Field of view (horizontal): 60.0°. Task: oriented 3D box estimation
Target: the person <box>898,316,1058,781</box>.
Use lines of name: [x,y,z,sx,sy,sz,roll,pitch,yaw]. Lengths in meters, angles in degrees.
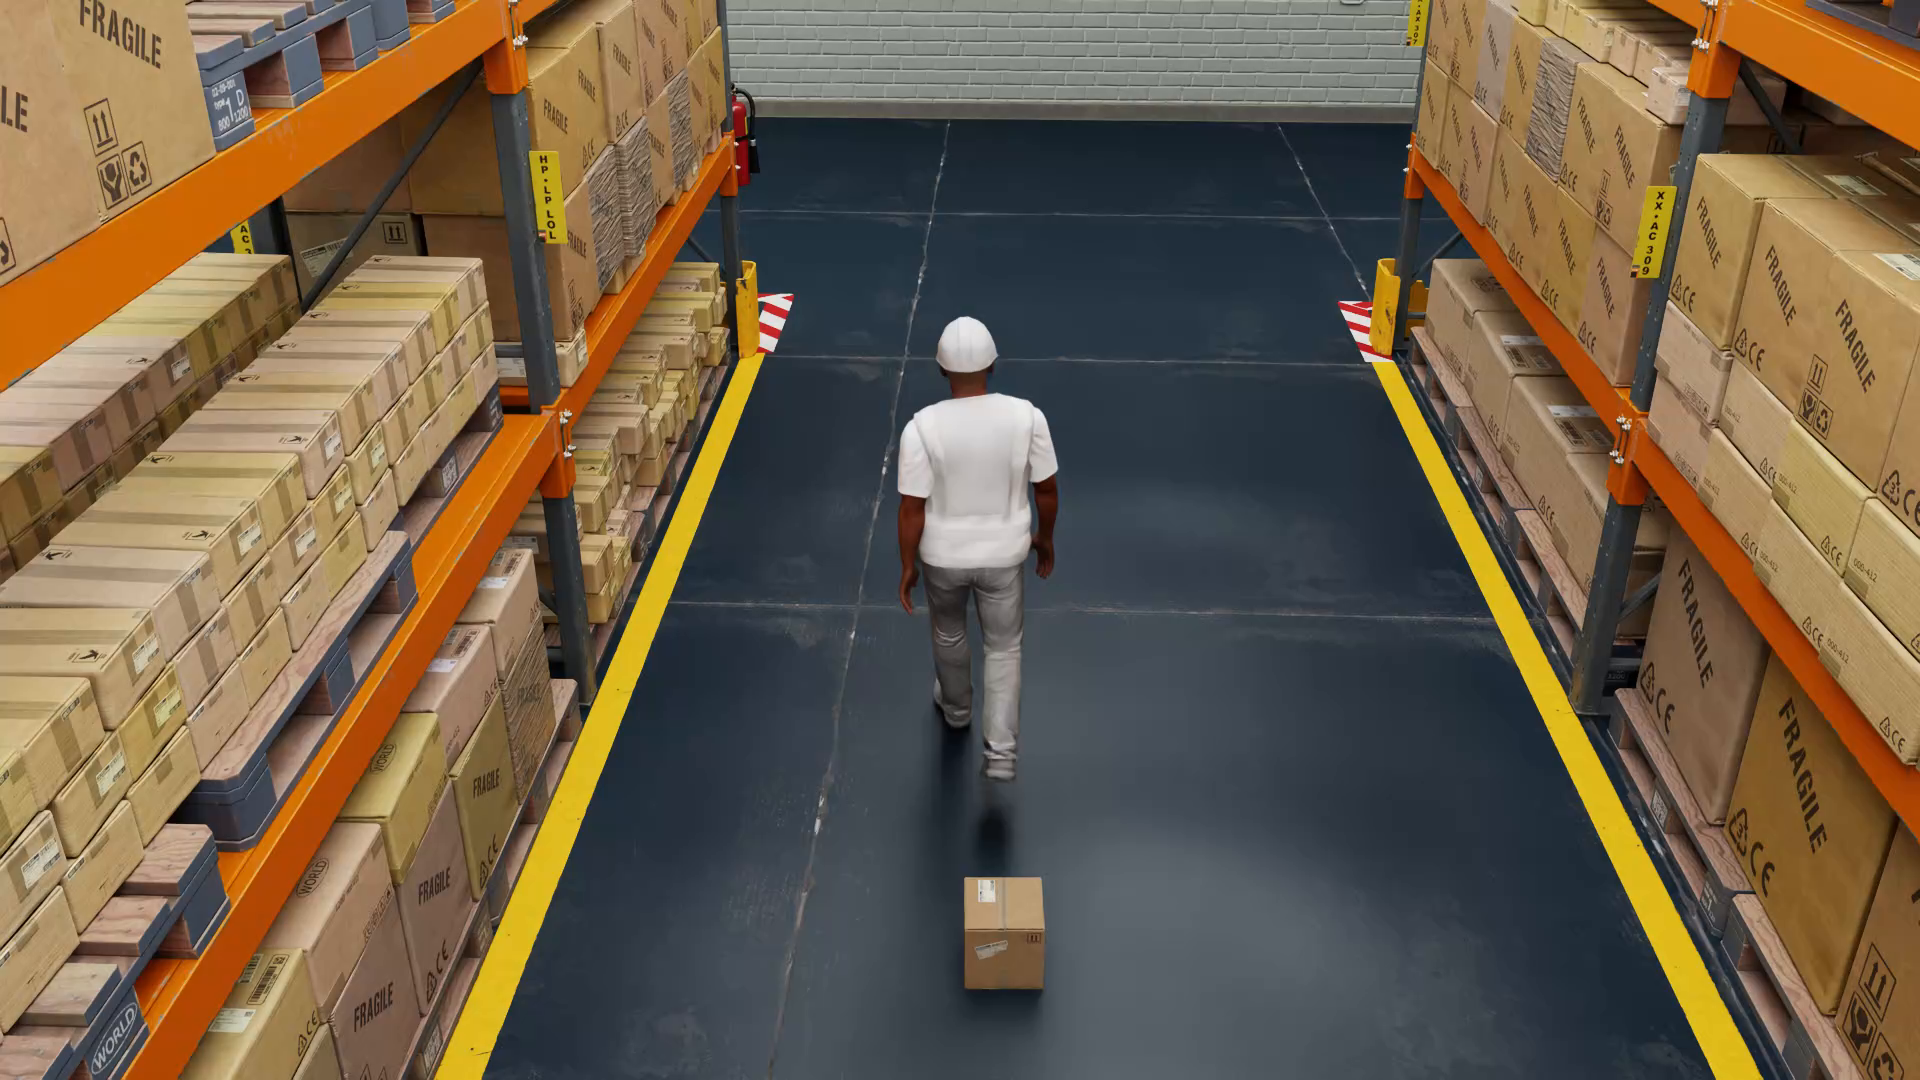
person: [0.069,0.055,5.994,0.586,1.738,0.949,-2,28,-4]
